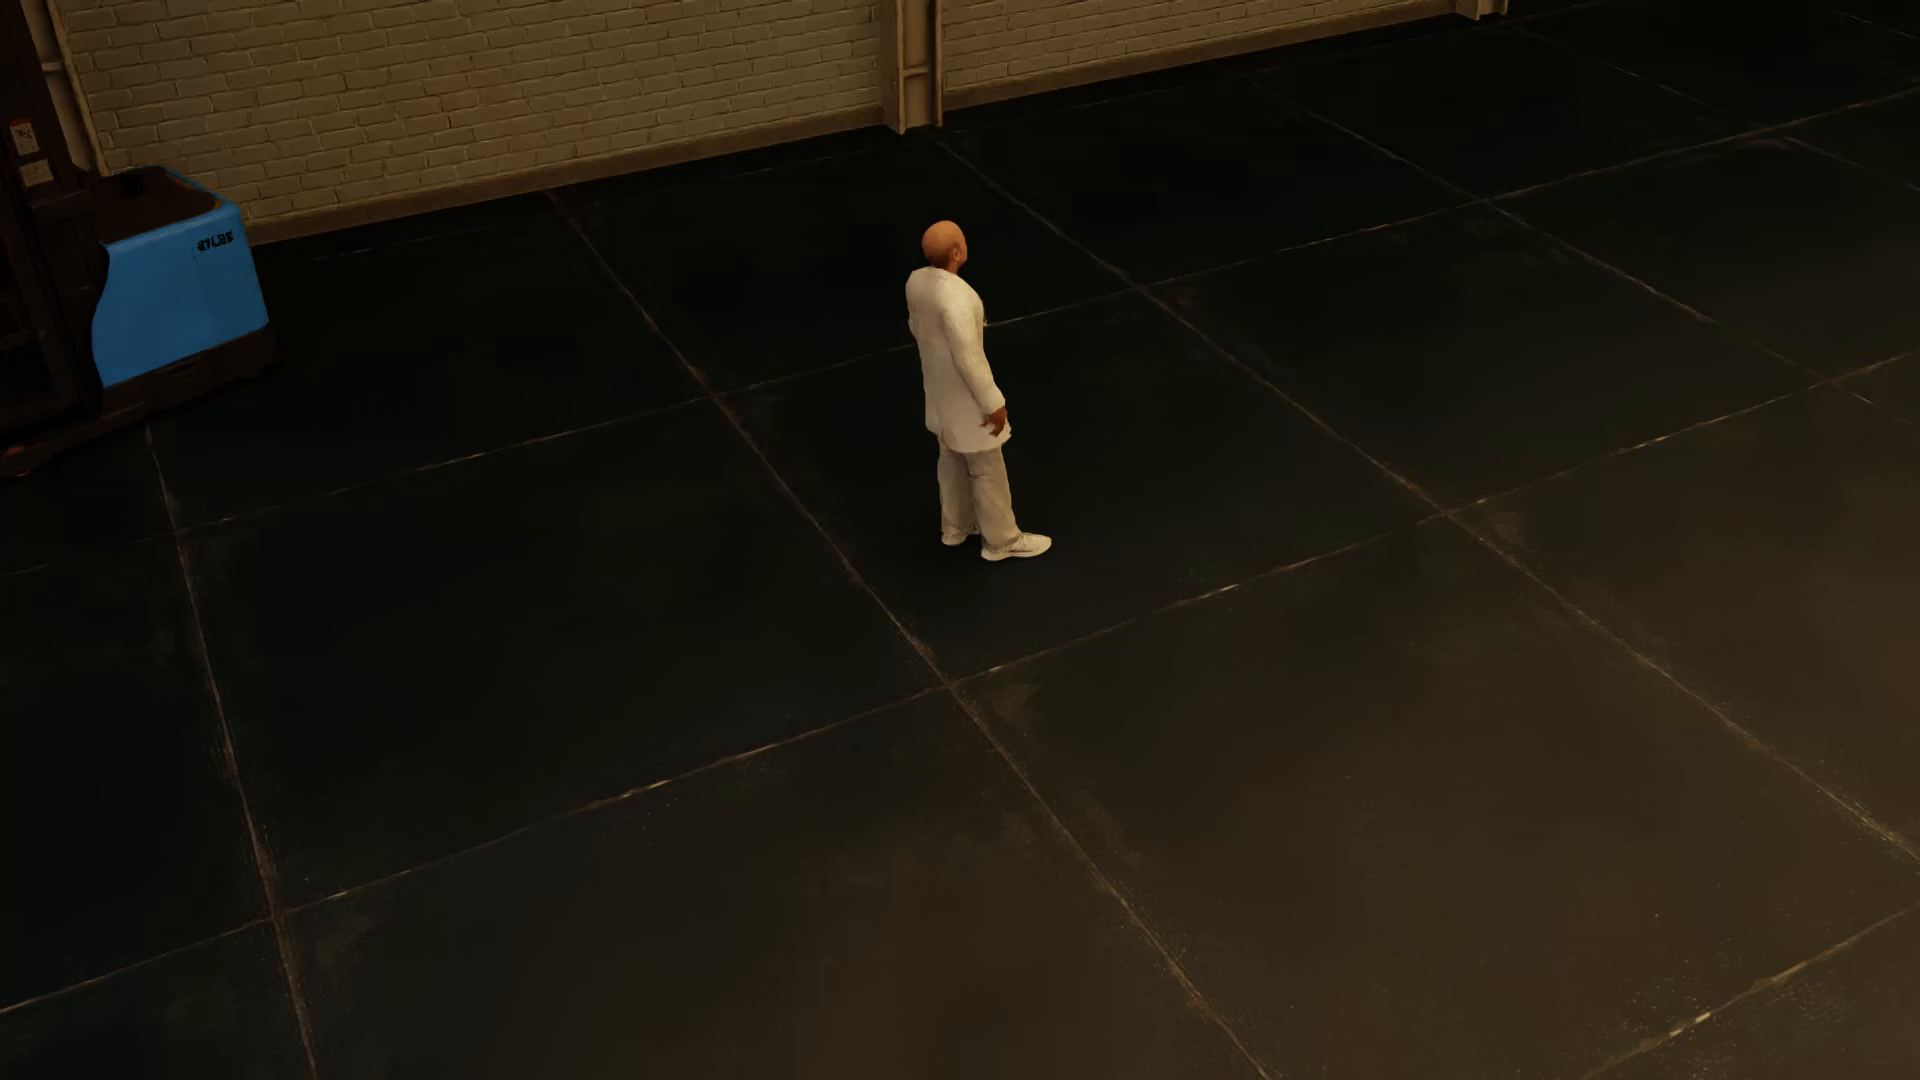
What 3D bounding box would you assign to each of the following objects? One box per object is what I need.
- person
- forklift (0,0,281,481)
[{"bbox_3d":[0.082,-0.754,8.177,0.579,1.776,0.694,-17,39,-23],"label":"person"},{"bbox_3d":[-5.484,-1.797,8.665,1.130,2.935,3.031,27,44,33],"label":"forklift"}]
